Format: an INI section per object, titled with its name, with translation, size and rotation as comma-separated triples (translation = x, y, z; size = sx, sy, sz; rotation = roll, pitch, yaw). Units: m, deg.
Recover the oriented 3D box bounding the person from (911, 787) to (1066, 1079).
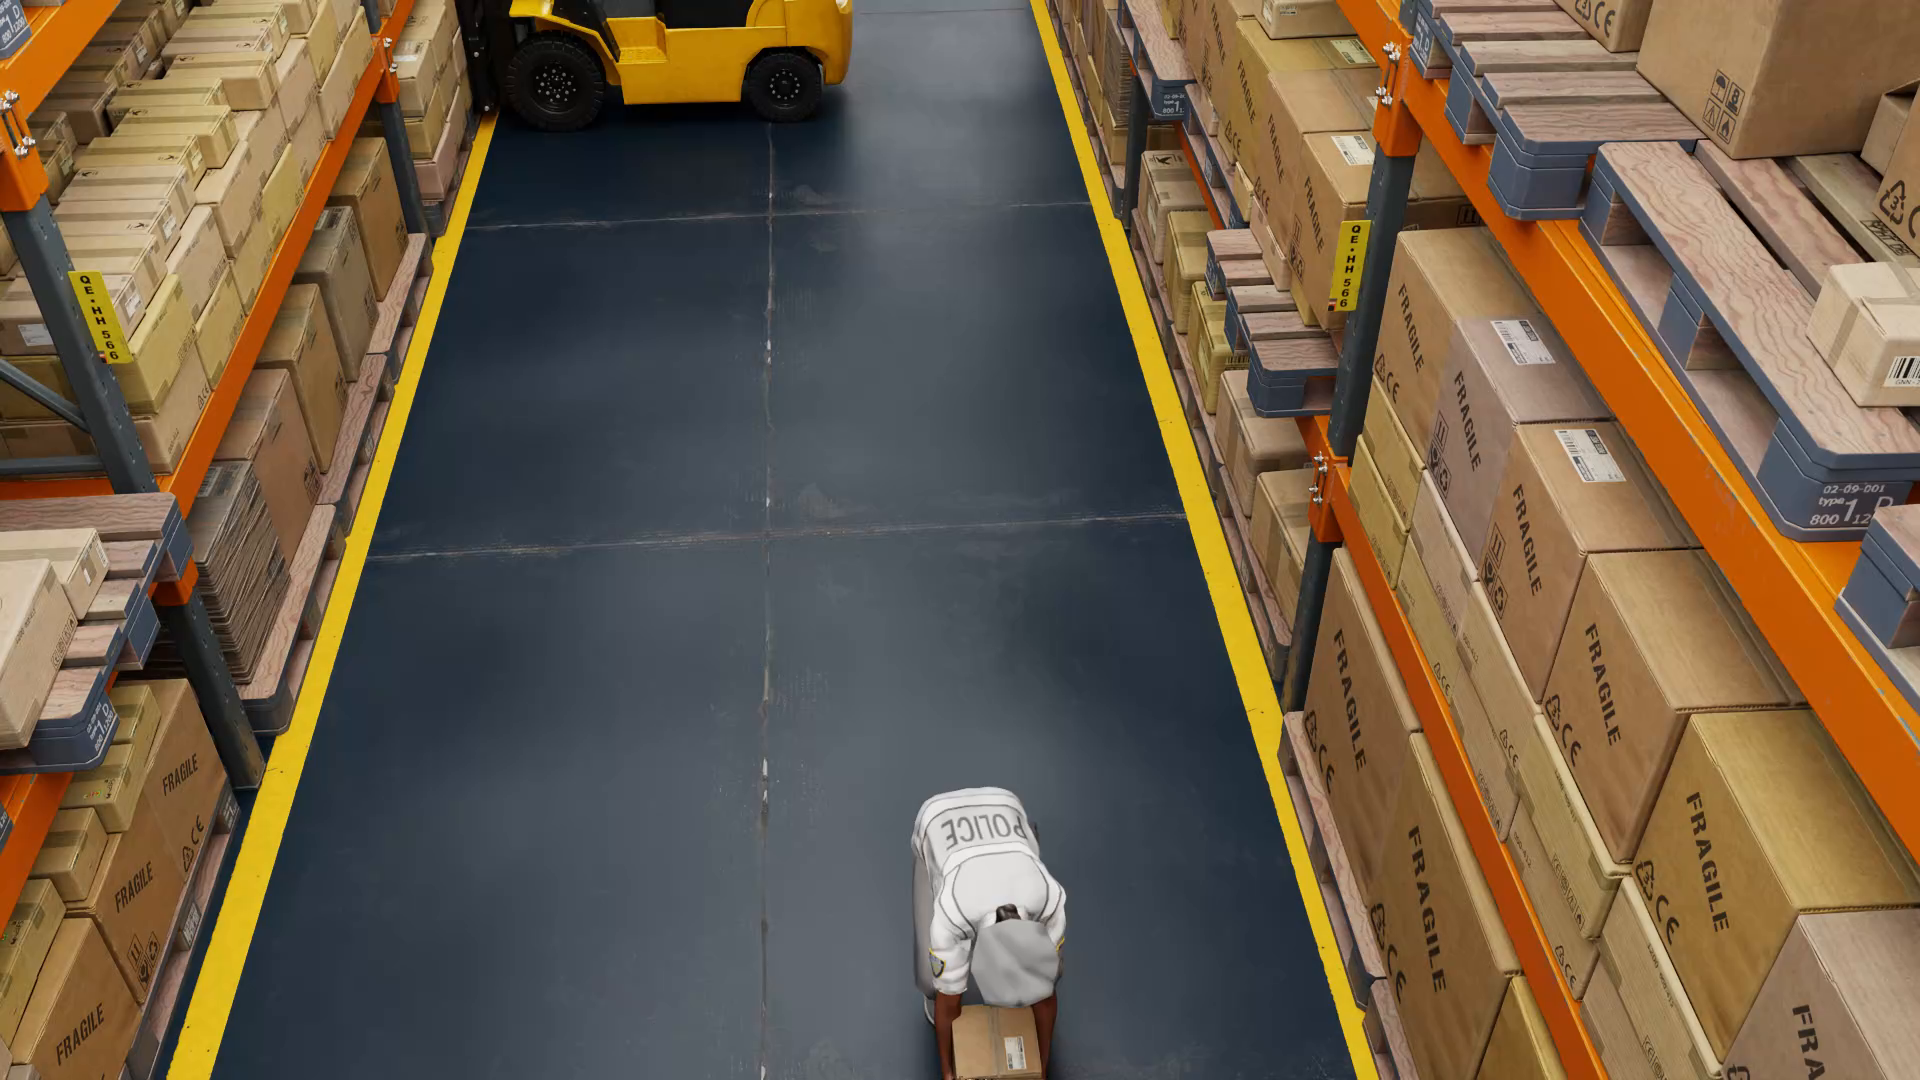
[person]
translation = 0.091, 1.259, 5.162
size = 0.471, 0.981, 0.921
rotation = -5, 40, -6
